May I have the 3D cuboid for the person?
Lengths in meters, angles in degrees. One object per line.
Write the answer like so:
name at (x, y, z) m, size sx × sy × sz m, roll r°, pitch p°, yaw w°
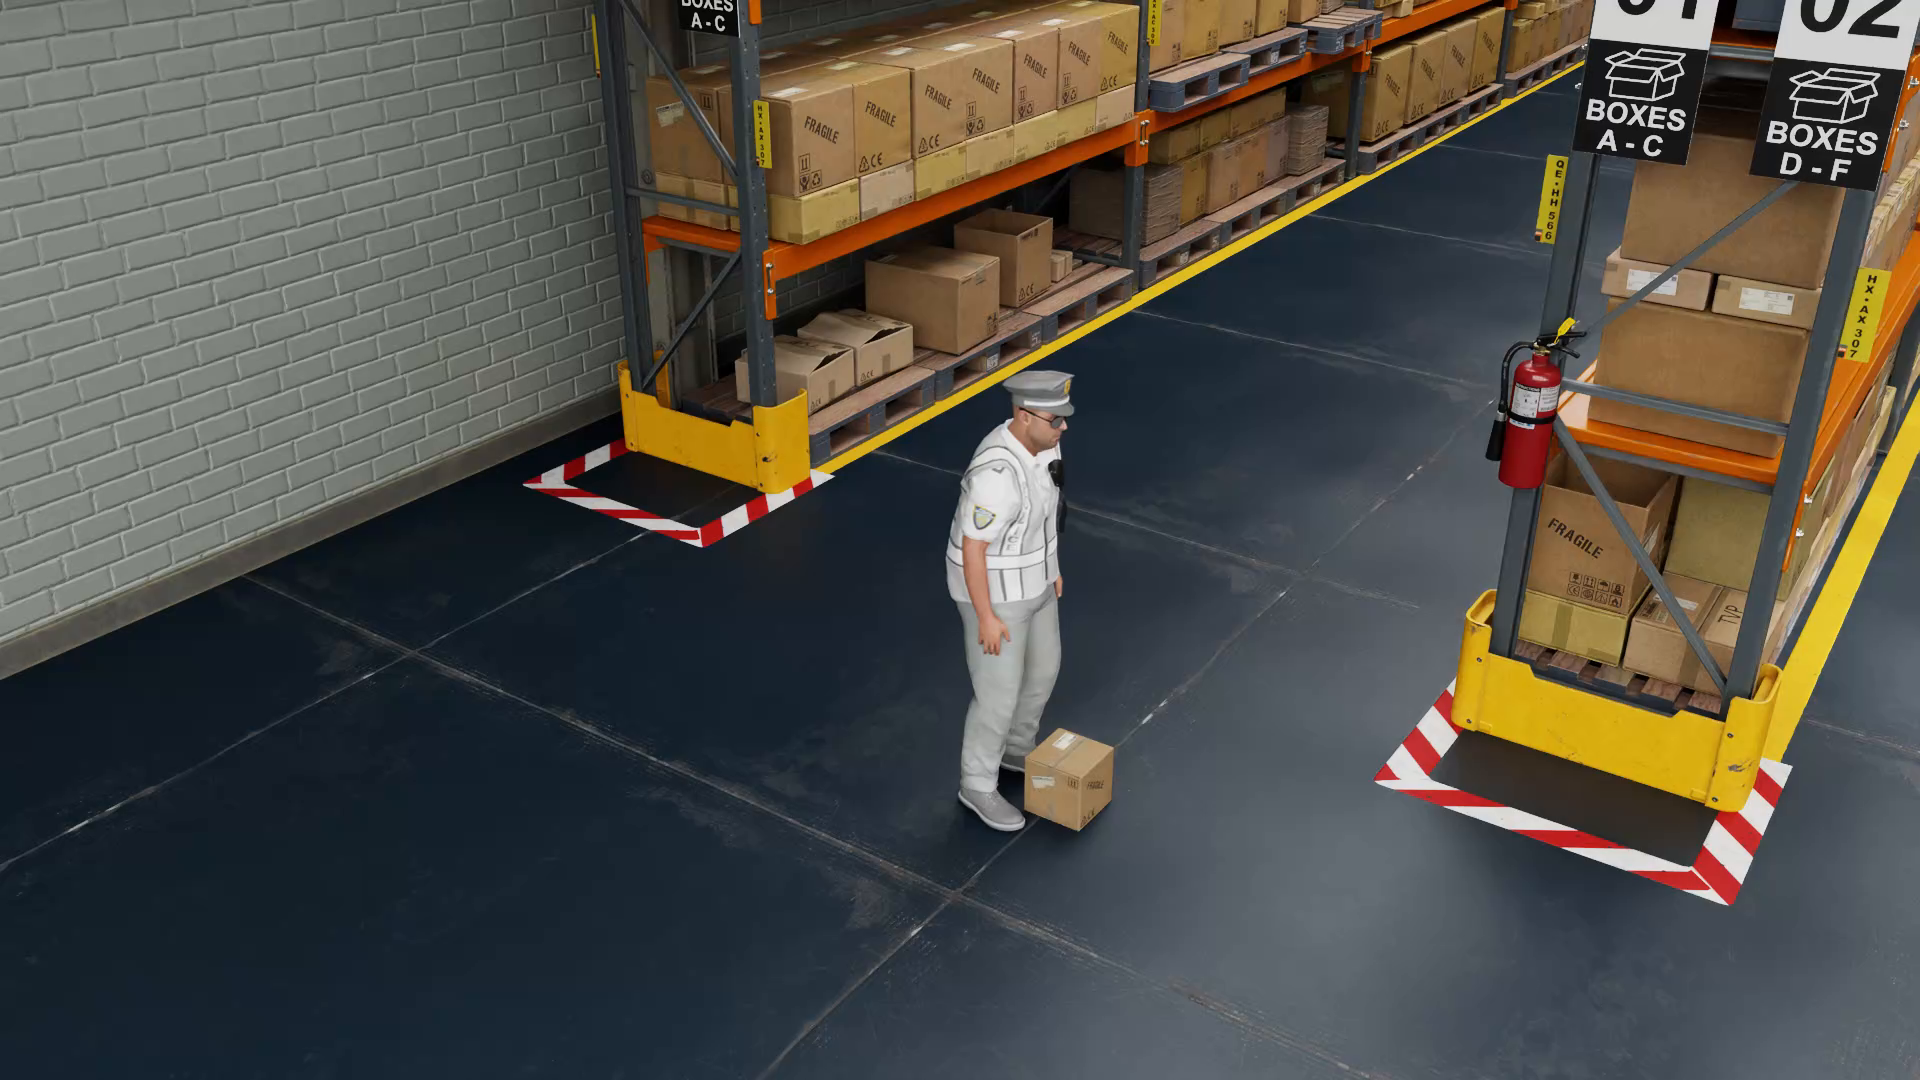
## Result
person at (0.191, 0.186, 6.240) m, size 0.437 × 1.746 × 0.604 m, roll 15°, pitch 30°, yaw 27°
